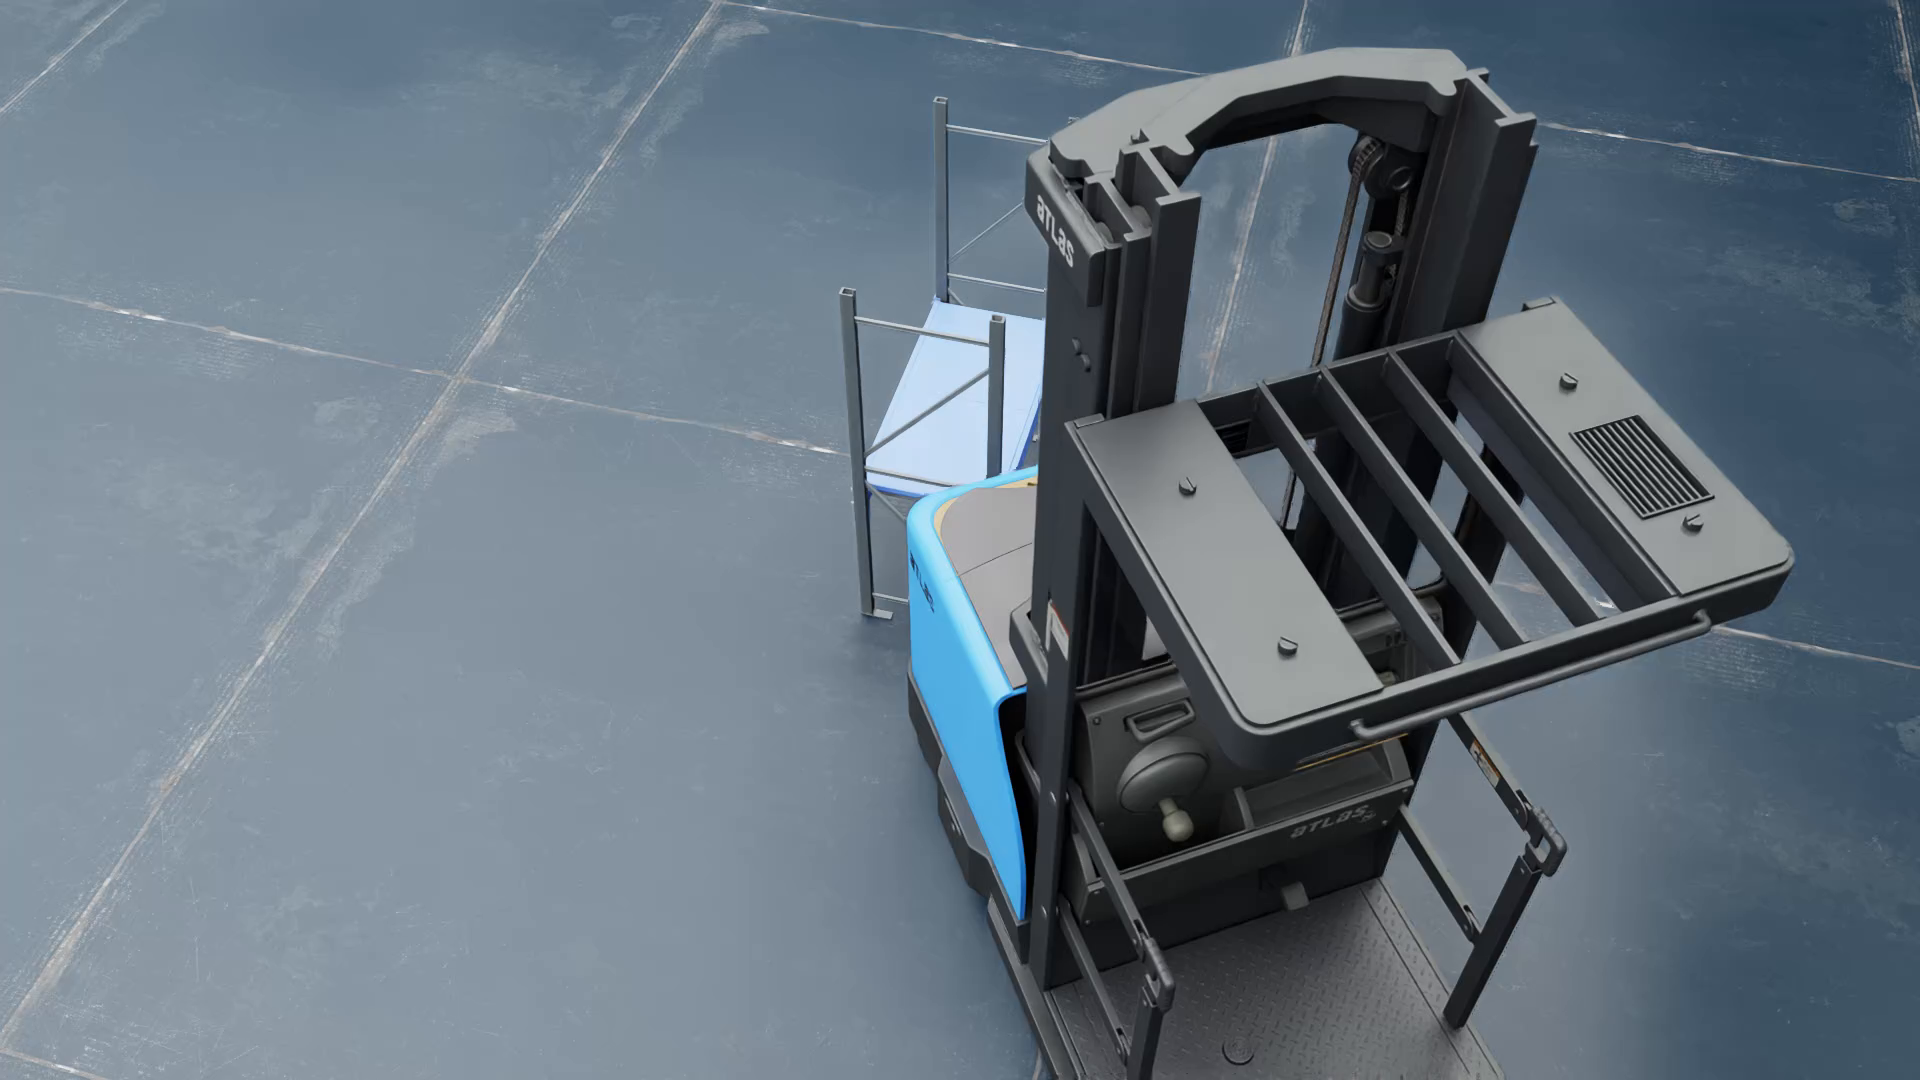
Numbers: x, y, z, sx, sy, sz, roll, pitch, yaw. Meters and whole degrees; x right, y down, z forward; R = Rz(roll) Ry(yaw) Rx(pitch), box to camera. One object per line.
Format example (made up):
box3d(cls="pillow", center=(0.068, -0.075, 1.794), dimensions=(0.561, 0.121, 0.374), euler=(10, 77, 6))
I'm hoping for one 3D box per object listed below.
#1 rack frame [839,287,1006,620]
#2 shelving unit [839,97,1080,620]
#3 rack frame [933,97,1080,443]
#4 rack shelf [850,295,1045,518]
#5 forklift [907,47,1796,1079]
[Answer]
box3d(cls="rack frame", center=(-0.111, -0.190, 5.418), dimensions=(0.500, 1.500, 0.032), euler=(12, 50, 10))
box3d(cls="shelving unit", center=(0.022, -0.558, 5.742), dimensions=(0.538, 1.500, 1.048), euler=(12, 50, 10))
box3d(cls="rack frame", center=(0.156, -0.926, 6.067), dimensions=(0.500, 1.500, 0.032), euler=(12, 50, 10))
box3d(cls="rack shelf", center=(0.022, -0.439, 5.877), dimensions=(0.538, 0.185, 1.000), euler=(12, 50, 10))
box3d(cls="forklift", center=(0.809, 0.535, 3.823), dimensions=(1.130, 2.935, 3.031), euler=(-15, 50, -13))
